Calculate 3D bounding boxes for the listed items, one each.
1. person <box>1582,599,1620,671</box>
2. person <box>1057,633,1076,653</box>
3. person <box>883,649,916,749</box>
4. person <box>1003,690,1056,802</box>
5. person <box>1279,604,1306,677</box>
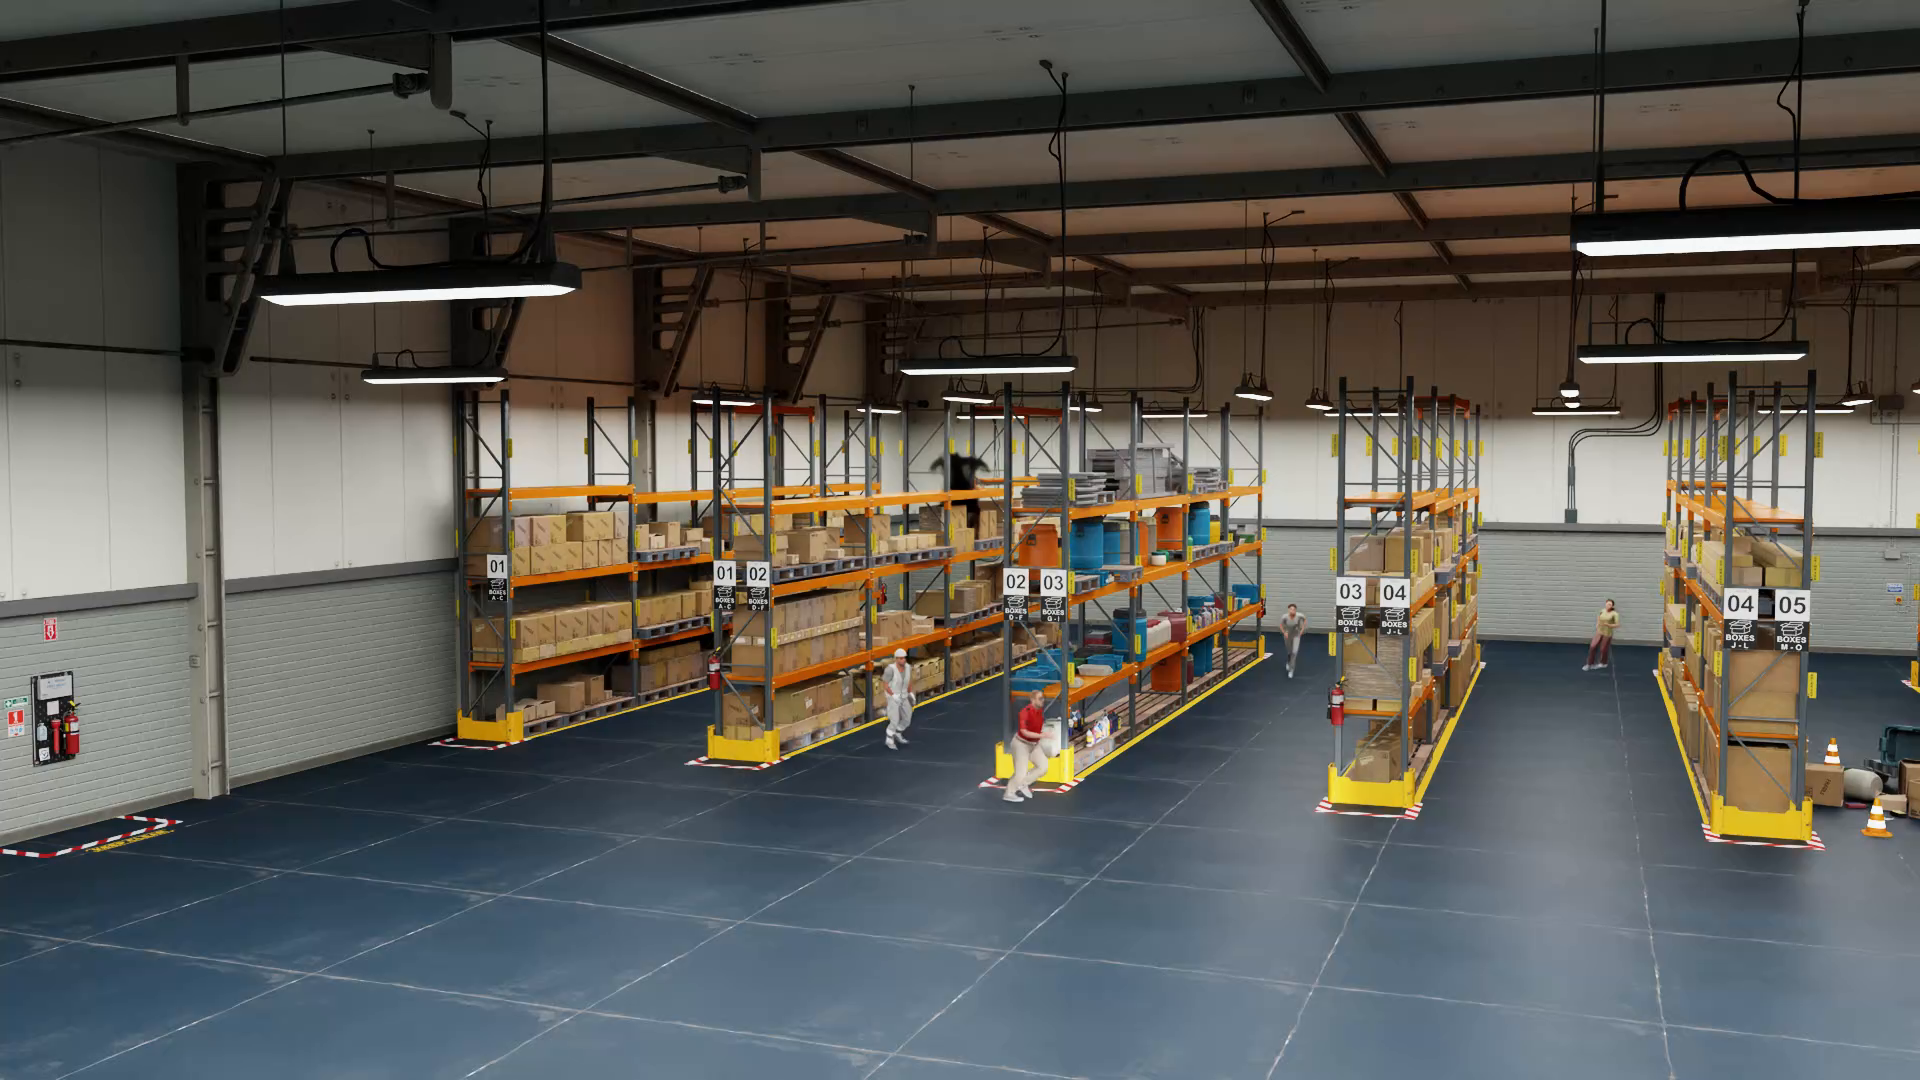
[{"bbox_3d":[14.492,2.132,37.368,0.769,1.626,0.714,-3,4,-44],"label":"person"},{"bbox_3d":[2.230,2.507,32.660,0.533,1.411,0.966,3,4,41],"label":"person"},{"bbox_3d":[-1.044,2.651,27.651,0.640,1.749,0.773,-2,4,-32],"label":"person"},{"bbox_3d":[0.991,2.898,23.391,0.860,1.614,0.664,2,4,37],"label":"person"},{"bbox_3d":[7.353,2.201,36.832,0.592,1.607,0.997,0,3,4],"label":"person"}]
